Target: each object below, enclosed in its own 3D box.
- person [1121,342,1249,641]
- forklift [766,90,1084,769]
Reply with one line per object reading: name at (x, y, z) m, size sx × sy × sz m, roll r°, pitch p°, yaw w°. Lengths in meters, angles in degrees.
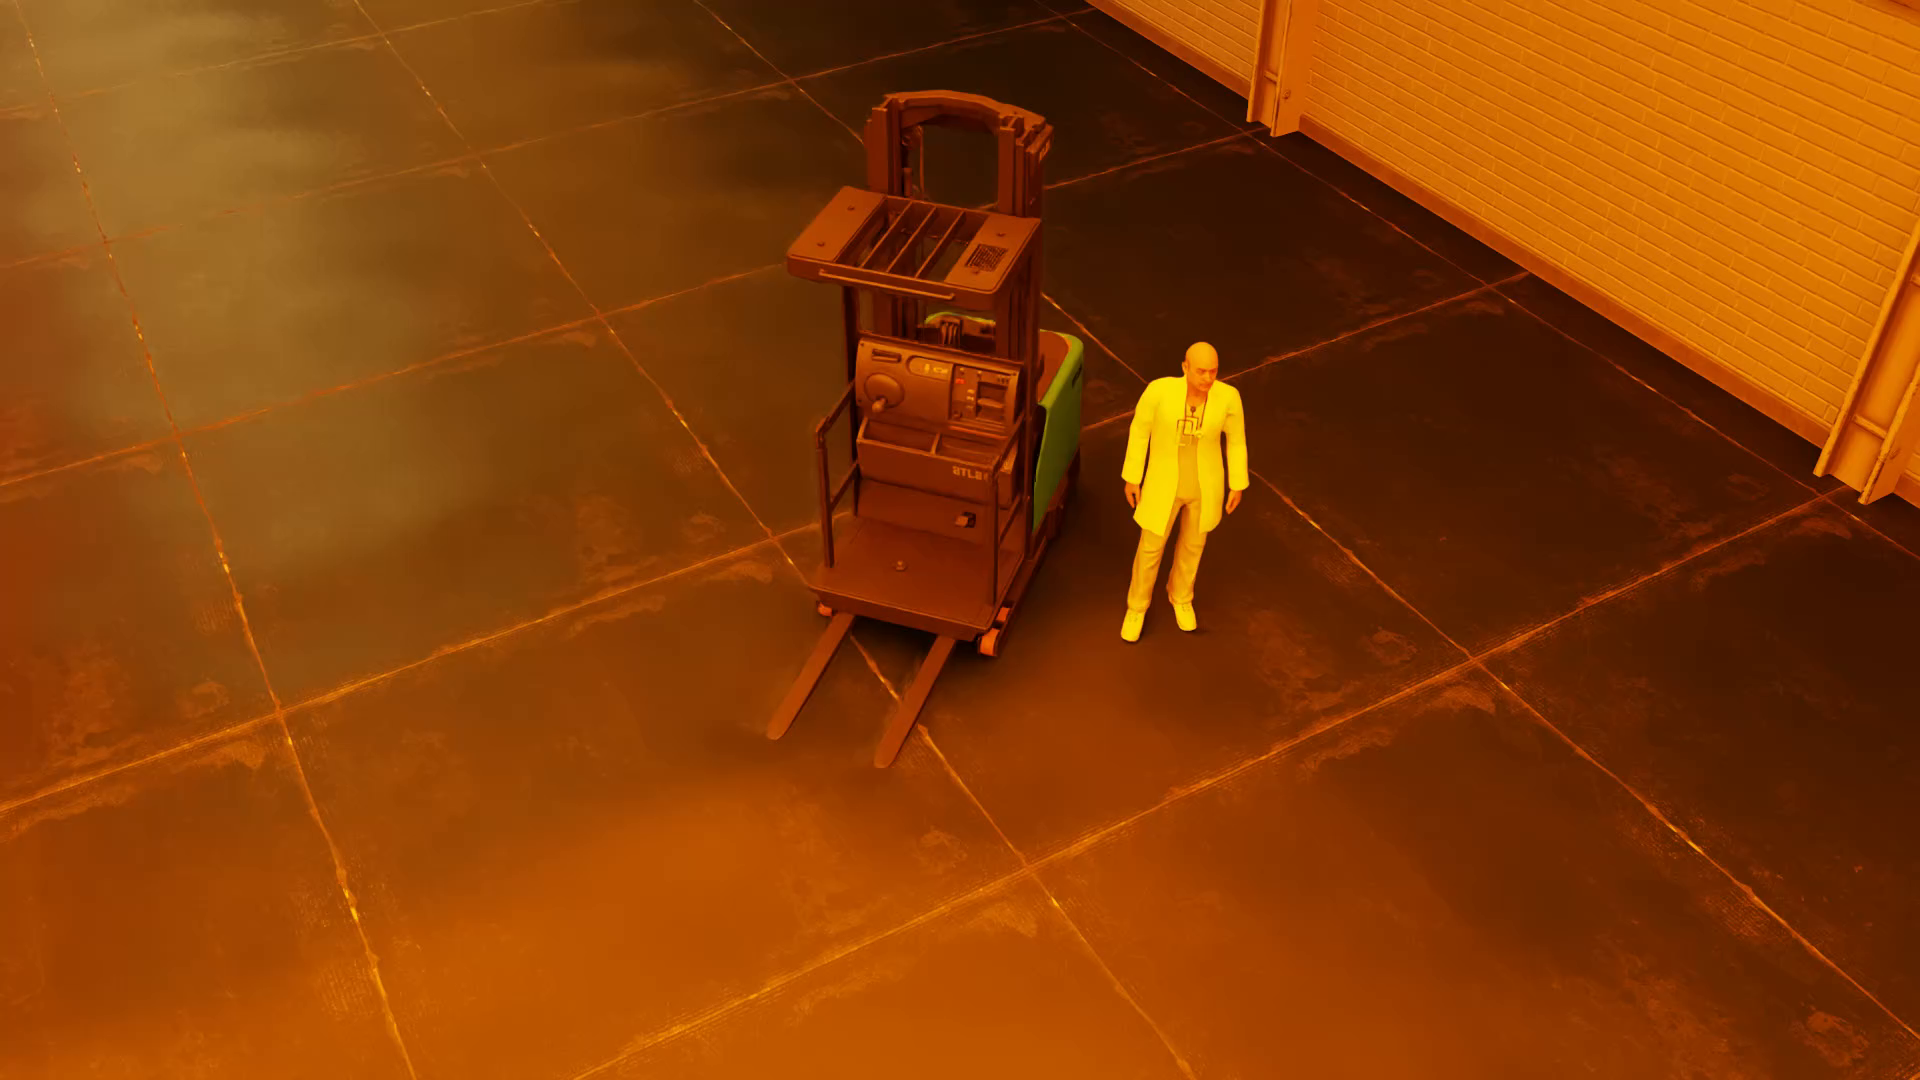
person at (1.254, -0.252, 9.238) m, size 0.707 × 1.782 × 0.551 m, roll 0°, pitch 40°, yaw 0°
forklift at (-0.199, -0.759, 8.952) m, size 1.130 × 2.935 × 3.031 m, roll 13°, pitch 41°, yaw 15°
